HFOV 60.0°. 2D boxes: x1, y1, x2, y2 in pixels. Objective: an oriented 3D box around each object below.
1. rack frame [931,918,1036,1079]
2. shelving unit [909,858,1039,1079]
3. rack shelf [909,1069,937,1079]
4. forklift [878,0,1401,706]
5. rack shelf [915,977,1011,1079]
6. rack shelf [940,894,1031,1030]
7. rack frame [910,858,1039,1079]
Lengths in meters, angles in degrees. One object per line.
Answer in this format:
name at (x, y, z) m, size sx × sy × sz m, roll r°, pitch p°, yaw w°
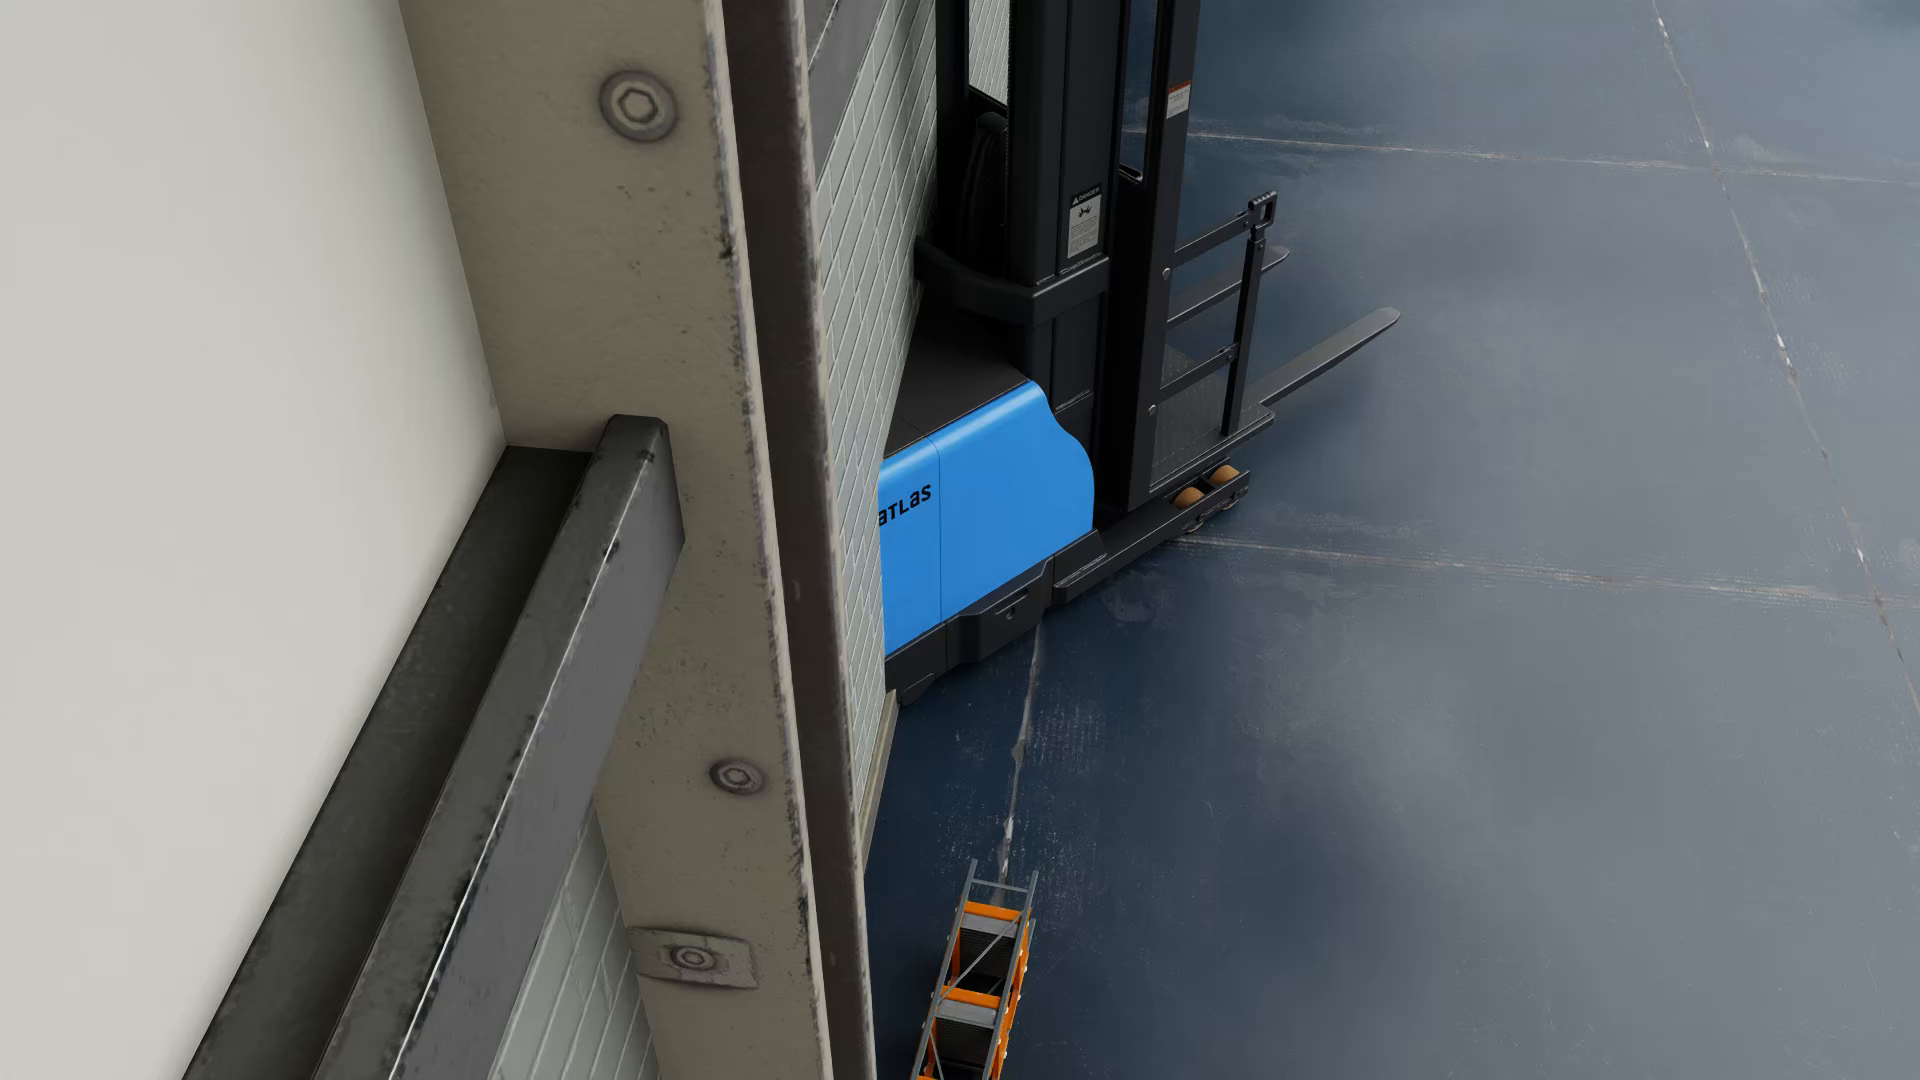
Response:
rack frame at (0.012, 1.483, 4.673) m, size 0.200 × 0.008 × 1.050 m, roll 9°, pitch 44°, yaw 10°
shelving unit at (0.012, 1.395, 4.589) m, size 0.215 × 0.252 × 1.050 m, roll 9°, pitch 44°, yaw 10°
rack shelf at (-0.055, 1.588, 4.385) m, size 0.215 × 0.240 × 0.259 m, roll 9°, pitch 44°, yaw 10°
forklift at (0.474, -1.344, 5.537) m, size 3.031 × 2.935 × 1.130 m, roll -31°, pitch 51°, yaw -28°
rack shelf at (0.009, 1.402, 4.582) m, size 0.215 × 0.240 × 0.259 m, roll 9°, pitch 44°, yaw 10°
rack shelf at (0.075, 1.212, 4.782) m, size 0.215 × 0.240 × 0.259 m, roll 9°, pitch 44°, yaw 10°
rack frame at (0.012, 1.306, 4.505) m, size 0.200 × 0.008 × 1.050 m, roll 9°, pitch 44°, yaw 10°
